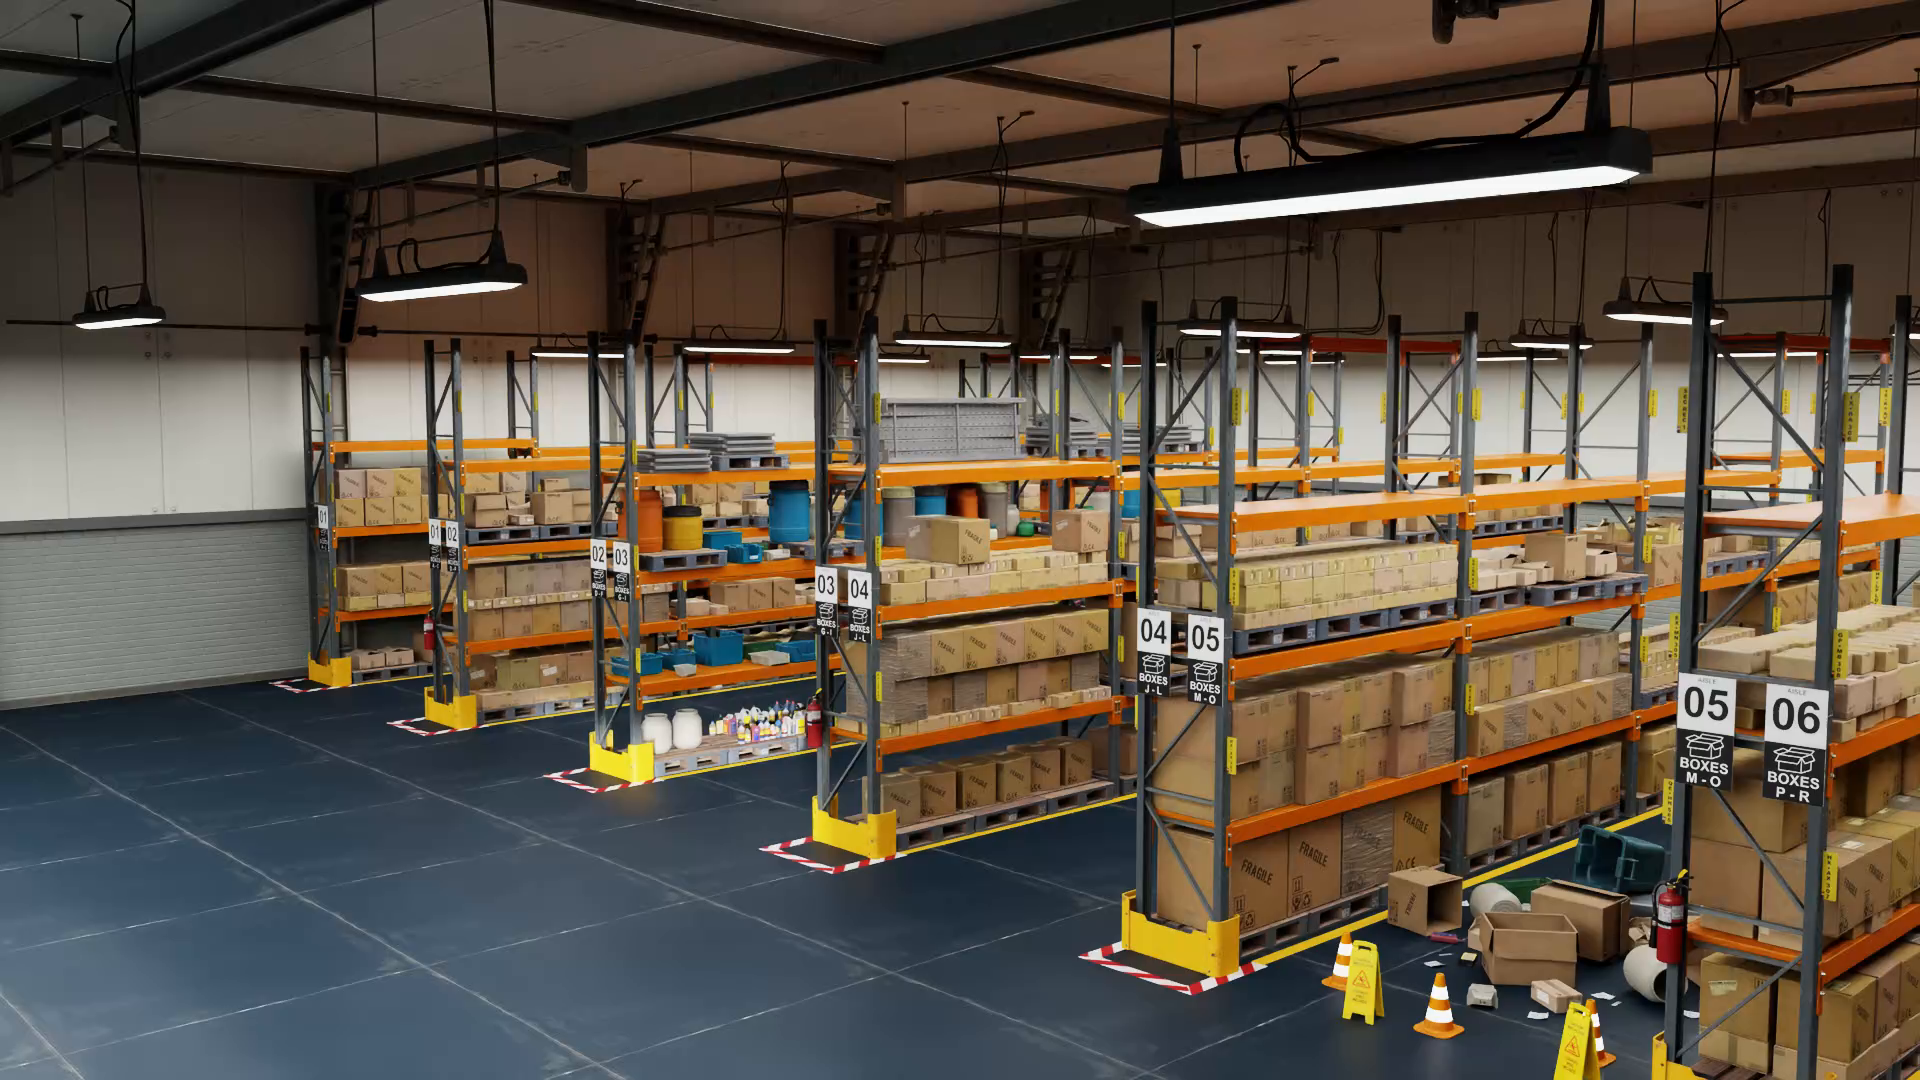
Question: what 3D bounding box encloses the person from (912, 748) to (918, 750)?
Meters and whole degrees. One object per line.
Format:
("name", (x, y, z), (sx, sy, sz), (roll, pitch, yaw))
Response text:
("person", (-0.609, 2.121, 24.085), (0.426, 1.790, 0.603), (2, 6, 24))
